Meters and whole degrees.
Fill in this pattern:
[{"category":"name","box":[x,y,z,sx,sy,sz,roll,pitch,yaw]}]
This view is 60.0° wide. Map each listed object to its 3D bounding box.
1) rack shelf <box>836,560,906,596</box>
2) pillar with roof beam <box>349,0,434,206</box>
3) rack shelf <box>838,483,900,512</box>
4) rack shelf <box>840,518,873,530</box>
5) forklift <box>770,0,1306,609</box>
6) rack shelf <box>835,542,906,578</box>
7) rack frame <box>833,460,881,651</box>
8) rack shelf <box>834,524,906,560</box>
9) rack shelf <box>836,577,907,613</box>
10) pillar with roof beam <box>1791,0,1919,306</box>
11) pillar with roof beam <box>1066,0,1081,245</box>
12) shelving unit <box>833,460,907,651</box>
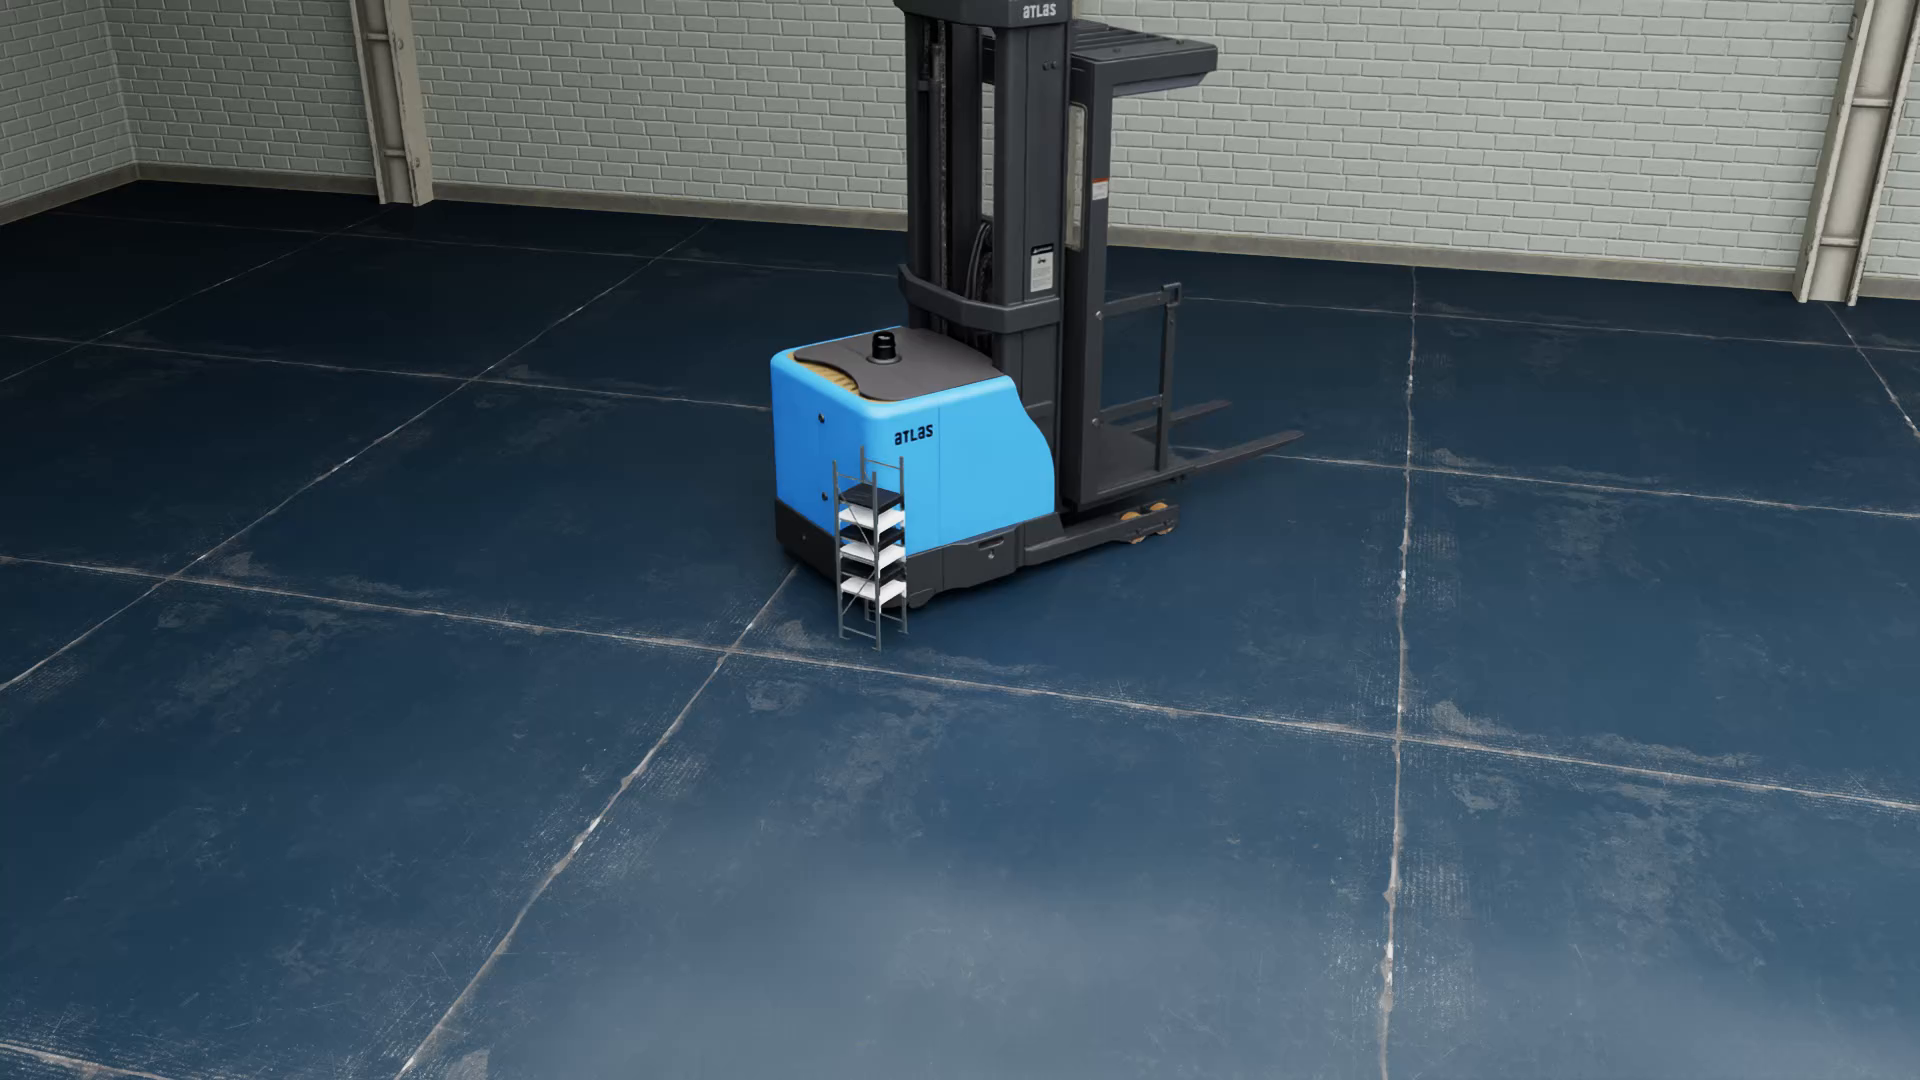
[{"category":"rack shelf","box":[-0.410,0.154,7.667,0.258,0.077,0.200,16,30,30]},{"category":"pillar with roof beam","box":[-6.155,-5.390,9.603,0.400,9.000,9.100,6,26,13]},{"category":"rack shelf","box":[-0.410,-0.190,7.503,0.221,0.026,0.190,16,30,30]},{"category":"rack shelf","box":[-0.410,-0.103,7.545,0.199,0.015,0.184,16,30,30]},{"category":"forklift","box":[0.549,-1.445,8.449,3.031,2.867,1.129,-17,30,-31]},{"category":"rack shelf","box":[-0.410,0.073,7.628,0.258,0.077,0.200,16,30,30]},{"category":"rack frame","box":[-0.467,0.079,7.538,0.240,0.900,0.006,16,30,30]},{"category":"rack shelf","box":[-0.410,-0.009,7.590,0.258,0.077,0.200,16,30,30]},{"category":"rack shelf","box":[-0.410,0.235,7.706,0.258,0.077,0.200,16,30,30]},{"category":"pillar with roof beam","box":[5.467,-4.105,6.904,0.400,9.000,9.100,6,26,13]},{"category":"pillar with roof beam","box":[-0.344,-4.748,8.253,0.400,9.000,9.100,6,26,13]},{"category":"shelving unit","box":[-0.411,0.043,7.612,0.258,0.900,0.205,16,30,30]}]
